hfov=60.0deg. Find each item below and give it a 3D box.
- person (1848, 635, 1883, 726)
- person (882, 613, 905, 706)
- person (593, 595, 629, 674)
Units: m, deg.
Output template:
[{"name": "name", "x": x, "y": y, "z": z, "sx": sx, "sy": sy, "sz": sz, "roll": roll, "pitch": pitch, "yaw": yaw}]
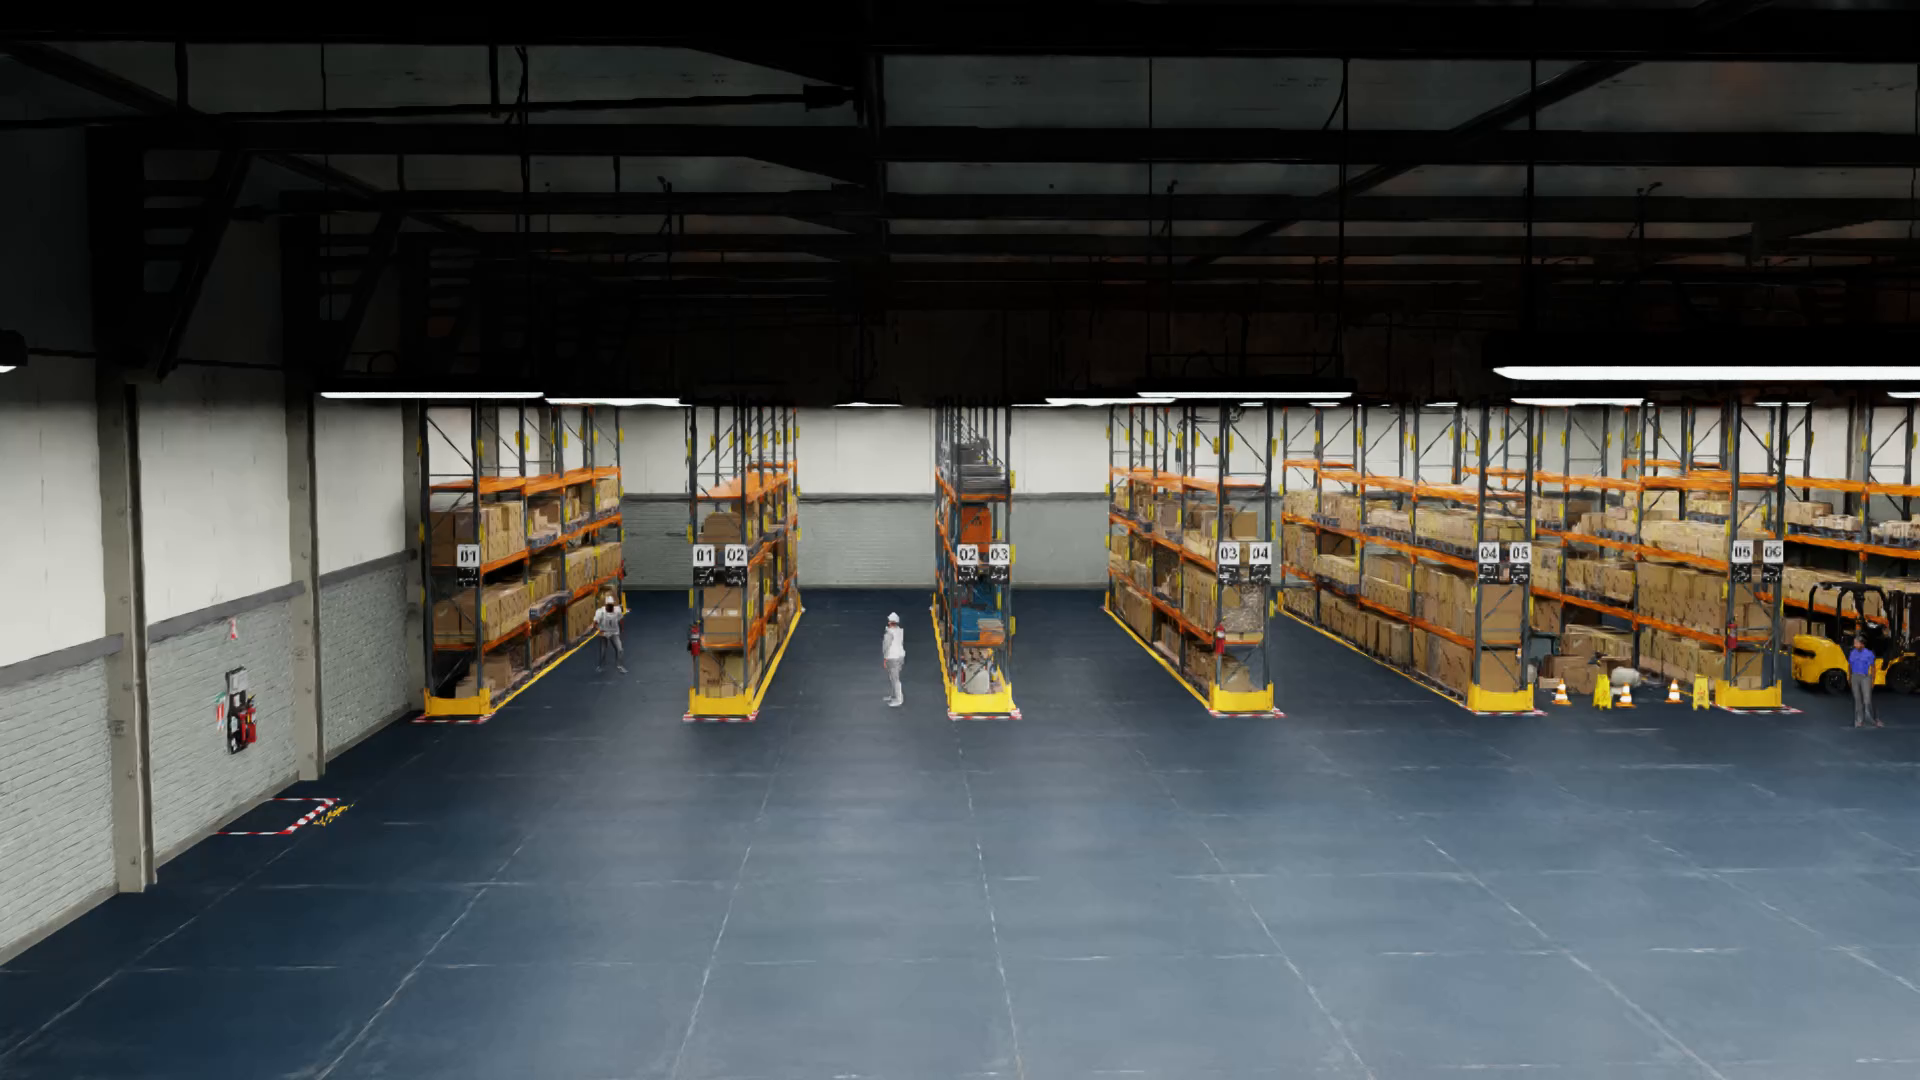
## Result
[{"name": "person", "x": 16.280, "y": 2.535, "z": 29.916, "sx": 0.438, "sy": 1.650, "sz": 0.603, "roll": -3, "pitch": 6, "yaw": -37}, {"name": "person", "x": -1.309, "y": 2.287, "z": 32.230, "sx": 0.576, "sy": 1.768, "sz": 0.626, "roll": 2, "pitch": 5, "yaw": 26}, {"name": "person", "x": -7.591, "y": 2.035, "z": 36.015, "sx": 0.710, "sy": 1.703, "sz": 0.836, "roll": -1, "pitch": 5, "yaw": -18}]
